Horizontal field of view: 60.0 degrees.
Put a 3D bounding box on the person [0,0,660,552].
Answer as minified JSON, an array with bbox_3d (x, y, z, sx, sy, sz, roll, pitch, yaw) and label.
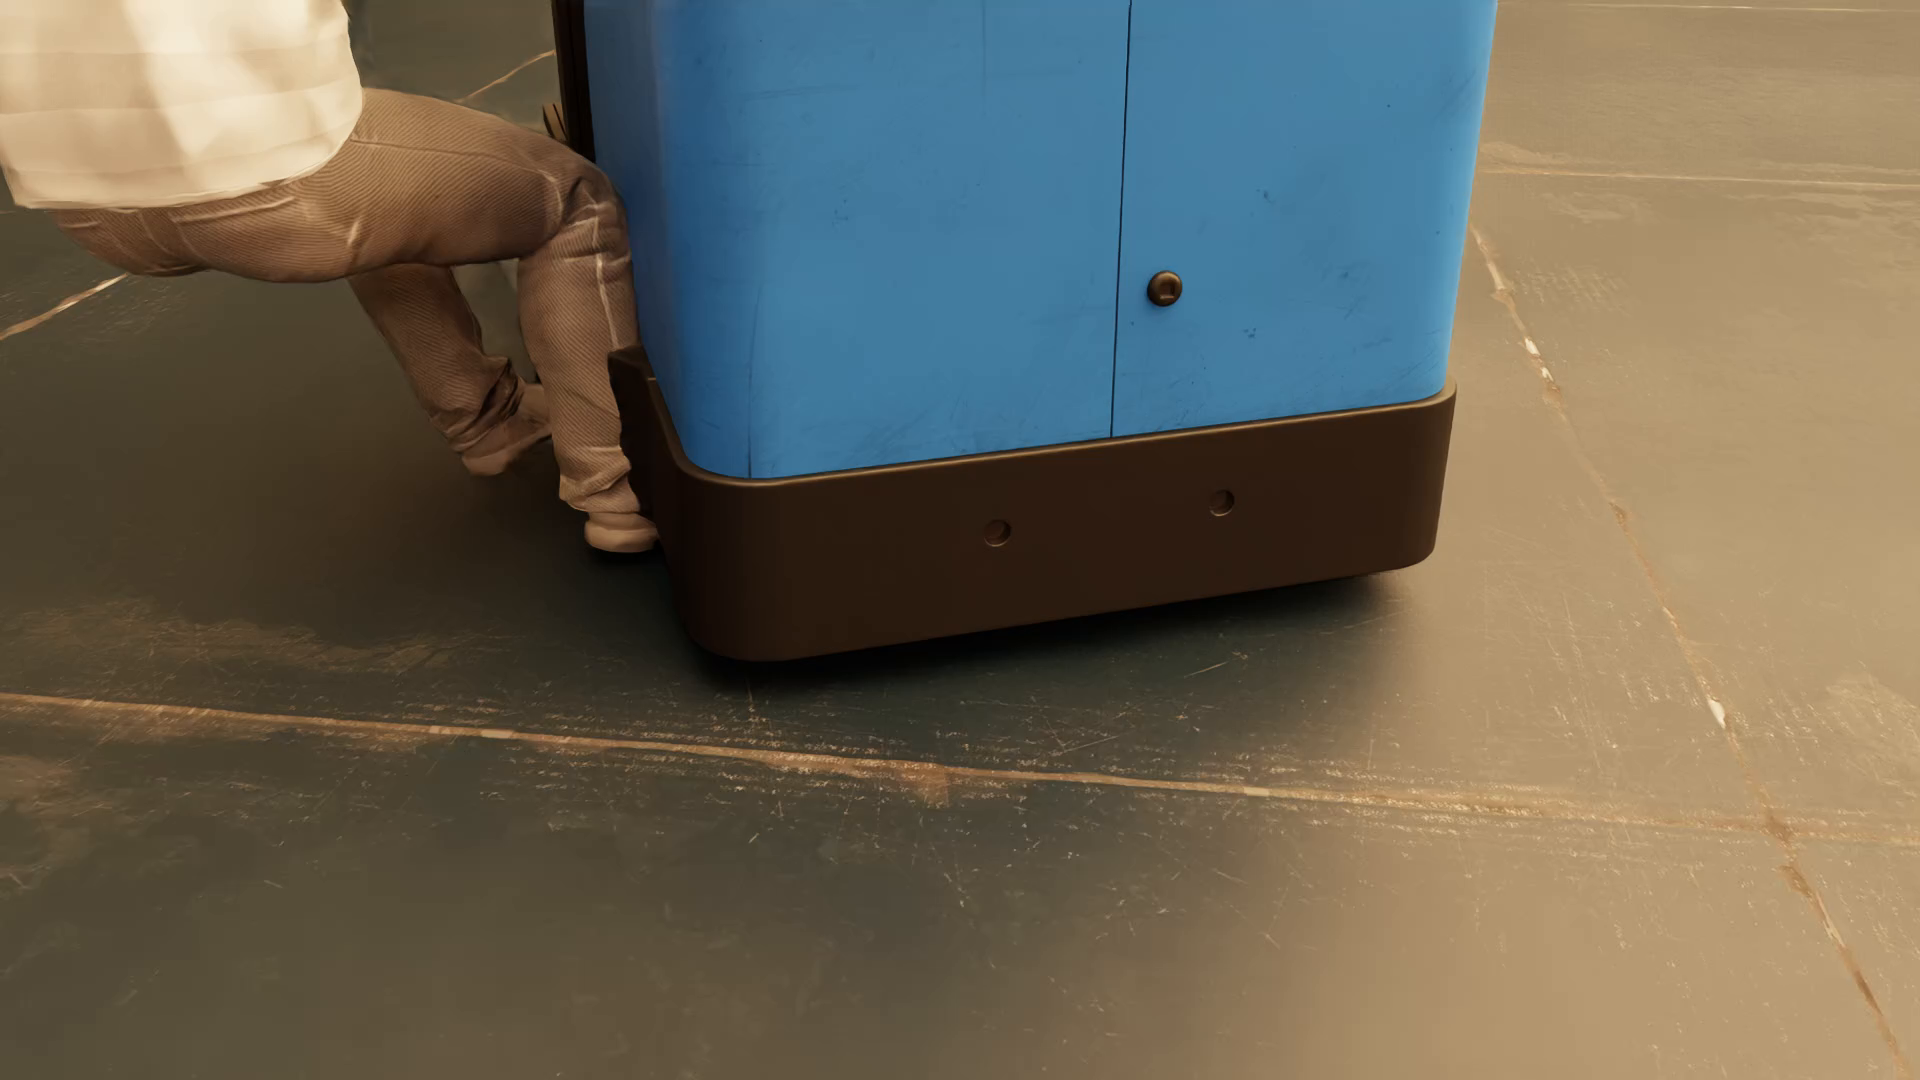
[{"bbox_3d":[-0.993,-0.643,2.238,1.278,1.443,0.824,7,27,14],"label":"person"}]

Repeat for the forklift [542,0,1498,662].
[{"bbox_3d":[-0.245,-1.800,2.824,1.130,2.935,3.031,-8,28,-15],"label":"forklift"}]
